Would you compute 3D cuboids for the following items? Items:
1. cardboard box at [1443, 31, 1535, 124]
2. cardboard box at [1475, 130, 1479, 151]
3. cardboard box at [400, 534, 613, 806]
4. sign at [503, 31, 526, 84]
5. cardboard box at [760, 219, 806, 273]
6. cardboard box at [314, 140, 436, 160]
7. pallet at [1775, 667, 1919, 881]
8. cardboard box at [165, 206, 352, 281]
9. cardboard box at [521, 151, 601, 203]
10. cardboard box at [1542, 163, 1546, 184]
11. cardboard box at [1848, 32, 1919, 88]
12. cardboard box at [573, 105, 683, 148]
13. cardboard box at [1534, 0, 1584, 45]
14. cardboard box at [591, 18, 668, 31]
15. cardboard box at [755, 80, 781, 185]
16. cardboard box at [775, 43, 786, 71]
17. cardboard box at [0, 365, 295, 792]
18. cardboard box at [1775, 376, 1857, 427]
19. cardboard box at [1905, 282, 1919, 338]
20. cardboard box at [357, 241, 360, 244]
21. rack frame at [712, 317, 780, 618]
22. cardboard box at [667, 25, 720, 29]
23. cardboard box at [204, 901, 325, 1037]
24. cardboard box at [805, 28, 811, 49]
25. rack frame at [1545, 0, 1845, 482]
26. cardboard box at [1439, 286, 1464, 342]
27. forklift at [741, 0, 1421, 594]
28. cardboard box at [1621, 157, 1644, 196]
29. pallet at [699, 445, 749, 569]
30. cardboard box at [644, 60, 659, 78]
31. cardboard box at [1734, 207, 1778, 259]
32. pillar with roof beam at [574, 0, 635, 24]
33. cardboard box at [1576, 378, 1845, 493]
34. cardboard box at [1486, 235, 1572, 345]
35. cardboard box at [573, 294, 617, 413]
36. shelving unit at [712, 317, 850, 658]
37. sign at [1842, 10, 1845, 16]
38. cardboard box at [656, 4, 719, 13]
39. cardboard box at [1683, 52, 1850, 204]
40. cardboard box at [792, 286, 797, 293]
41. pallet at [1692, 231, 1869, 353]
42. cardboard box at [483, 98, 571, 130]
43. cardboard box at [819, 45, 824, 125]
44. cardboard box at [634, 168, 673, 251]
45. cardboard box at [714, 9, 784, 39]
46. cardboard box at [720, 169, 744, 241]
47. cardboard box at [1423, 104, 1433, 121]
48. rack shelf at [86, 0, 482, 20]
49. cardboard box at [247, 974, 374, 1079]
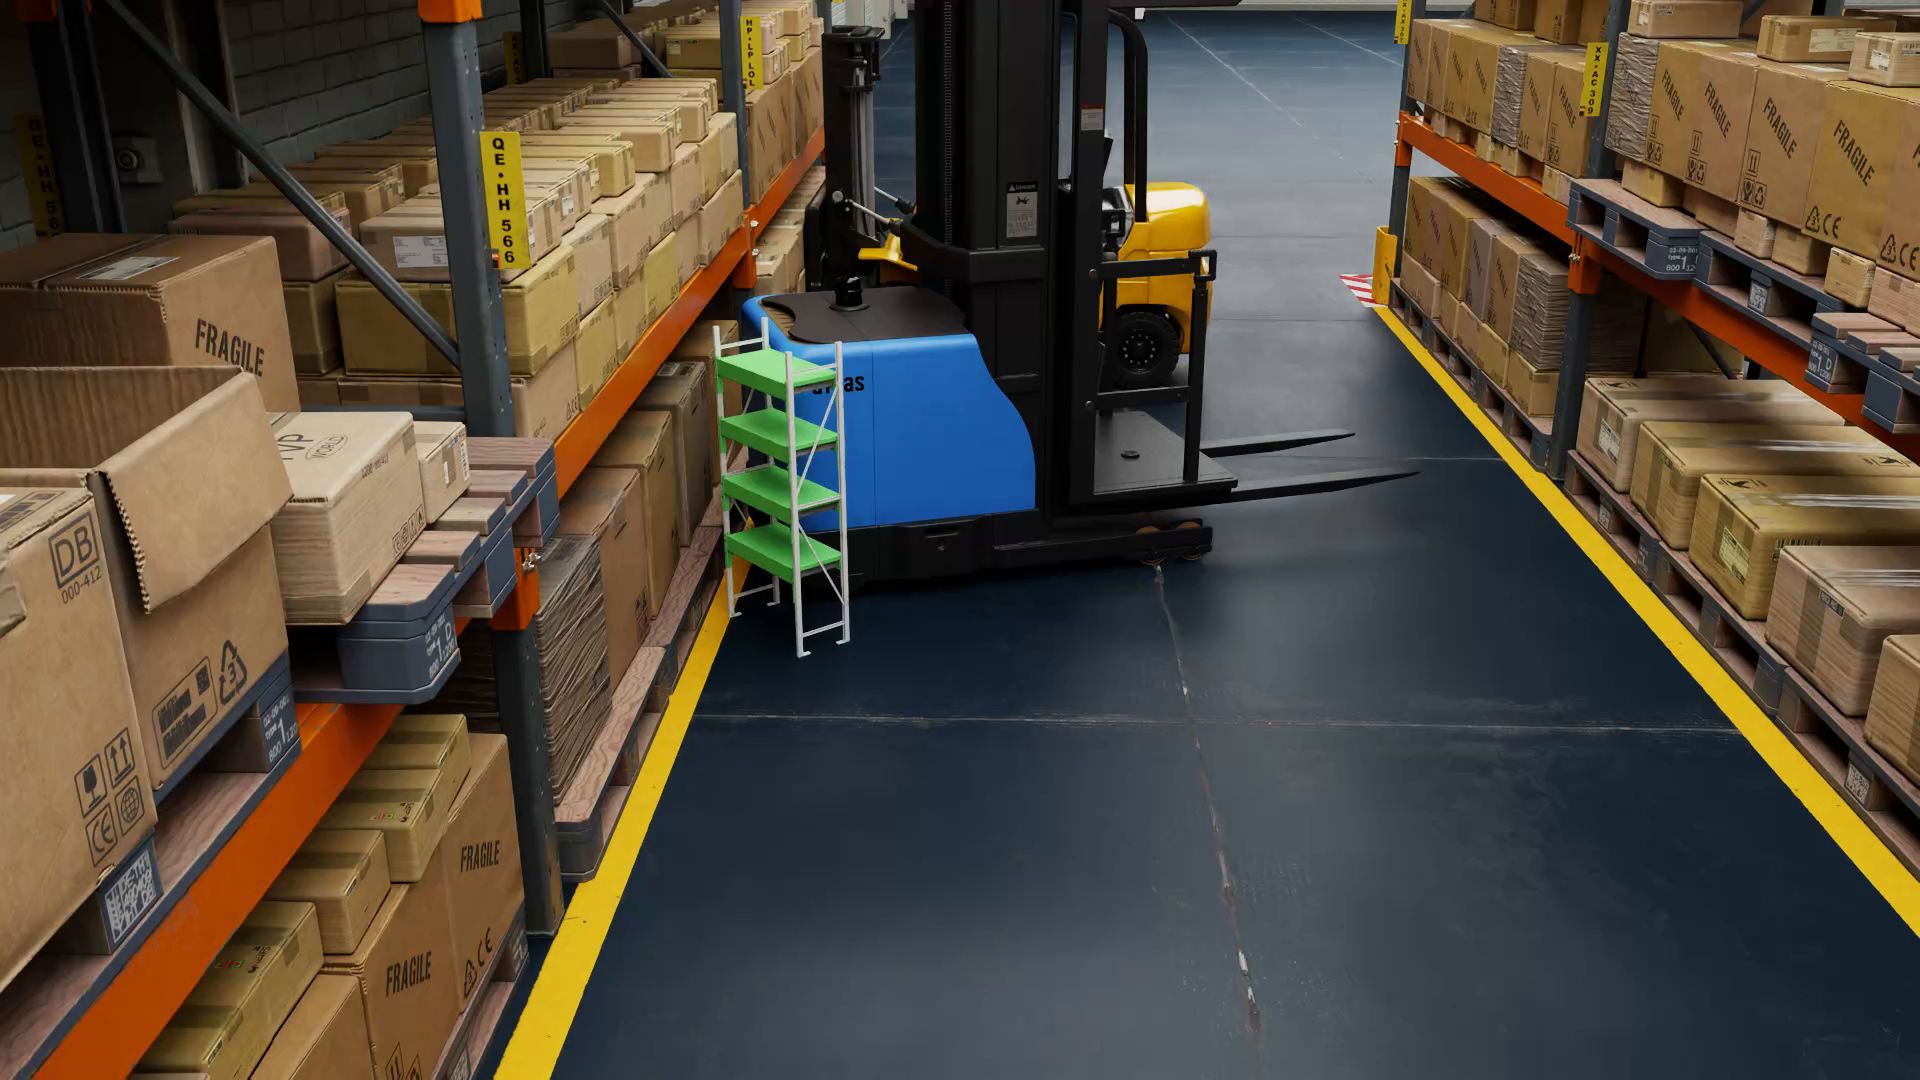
[{"bbox_3d":[3.254,-2.795,10.035,0.500,0.500,0.500,0,21,1],"label":"cardboard box"},{"bbox_3d":[3.259,-2.348,9.782,0.380,0.149,0.250,0,21,0],"label":"cardboard box"},{"bbox_3d":[-1.600,0.376,5.115,0.875,0.625,0.625,1,21,3],"label":"cardboard box"},{"bbox_3d":[-2.066,-2.202,7.751,0.100,0.325,0.005,1,21,2],"label":"sign"},{"bbox_3d":[-1.153,-1.672,9.530,0.500,0.250,0.500,1,21,3],"label":"cardboard box"},{"bbox_3d":[-1.912,-1.242,5.547,0.380,0.149,0.250,0,21,1],"label":"cardboard box"},{"bbox_3d":[3.354,0.761,5.276,1.003,0.211,1.213,1,21,2],"label":"pallet"},{"bbox_3d":[-1.825,-0.779,4.354,0.380,0.149,0.250,1,21,3],"label":"cardboard box"},{"bbox_3d":[-1.367,-1.146,5.302,0.380,0.149,0.250,1,21,2],"label":"cardboard box"},{"bbox_3d":[3.242,-1.889,8.598,0.380,0.149,0.250,1,21,2],"label":"cardboard box"},{"bbox_3d":[3.097,-1.535,5.310,0.380,0.149,0.250,0,21,-1],"label":"cardboard box"},{"bbox_3d":[-1.295,-1.607,6.489,0.380,0.149,0.250,0,21,0],"label":"cardboard box"},{"bbox_3d":[3.685,-3.066,9.353,0.700,0.500,0.500,1,21,1],"label":"cardboard box"},{"bbox_3d":[-1.787,-2.733,8.980,0.380,0.149,0.250,0,21,1],"label":"cardboard box"},{"bbox_3d":[-1.237,-2.149,8.782,0.500,0.500,0.500,1,21,3],"label":"cardboard box"},{"bbox_3d":[-1.171,-2.680,9.254,0.380,0.149,0.250,0,21,0],"label":"cardboard box"},{"bbox_3d":[-1.498,0.039,2.559,0.797,0.503,0.637,0,21,0],"label":"cardboard box"},{"bbox_3d":[4.843,-0.911,9.182,0.500,0.500,0.500,18,27,38],"label":"cardboard box"},{"bbox_3d":[3.002,-0.646,4.813,0.380,0.149,0.250,0,21,1],"label":"cardboard box"},{"bbox_3d":[-1.883,-0.823,5.020,0.500,0.250,0.500,1,21,2],"label":"cardboard box"},{"bbox_3d":[-0.840,-0.274,6.576,0.240,1.200,0.015,-17,27,-36],"label":"rack frame"},{"bbox_3d":[-1.288,-2.543,8.491,0.380,0.149,0.250,0,21,1],"label":"cardboard box"},{"bbox_3d":[-1.477,0.828,3.228,0.380,0.149,0.250,1,21,3],"label":"cardboard box"},{"bbox_3d":[-1.167,-3.237,10.690,0.380,0.149,0.250,1,21,3],"label":"cardboard box"},{"bbox_3d":[3.450,-1.703,7.771,1.000,3.000,0.127,1,21,2],"label":"rack frame"},{"bbox_3d":[3.244,-1.392,10.191,0.500,0.250,0.500,2,21,5],"label":"cardboard box"},{"bbox_3d":[0.600,-1.433,7.169,3.031,2.935,1.130,-6,22,-16],"label":"forklift"},{"bbox_3d":[3.118,-1.585,7.234,0.380,0.149,0.250,1,21,2],"label":"cardboard box"},{"bbox_3d":[-1.494,-0.189,7.725,1.003,0.211,1.213,1,21,2],"label":"pallet"},{"bbox_3d":[-1.769,-2.411,8.560,0.380,0.149,0.250,1,21,3],"label":"cardboard box"},{"bbox_3d":[3.050,-1.114,6.020,0.380,0.149,0.250,1,21,4],"label":"cardboard box"},{"bbox_3d":[1.992,-5.710,9.805,9.100,9.000,0.400,1,21,2],"label":"pillar with roof beam"},{"bbox_3d":[3.437,-0.484,7.681,0.950,0.372,0.625,1,21,2],"label":"cardboard box"},{"bbox_3d":[3.214,-1.367,9.089,0.500,0.500,0.500,1,21,3],"label":"cardboard box"},{"bbox_3d":[-1.355,-0.579,5.083,0.500,0.250,0.500,0,21,0],"label":"cardboard box"},{"bbox_3d":[-0.685,-0.206,6.401,0.258,1.200,0.503,-17,27,-36],"label":"shelving unit"},{"bbox_3d":[4.005,-2.238,7.549,0.100,0.325,0.005,1,21,2],"label":"sign"},{"bbox_3d":[-1.654,-3.196,10.173,0.380,0.149,0.250,1,21,3],"label":"cardboard box"},{"bbox_3d":[3.106,-1.558,6.267,0.500,0.500,0.500,1,21,1],"label":"cardboard box"},{"bbox_3d":[-1.174,-1.257,9.150,0.500,0.250,0.500,1,21,1],"label":"cardboard box"},{"bbox_3d":[3.348,-0.883,5.924,1.003,0.211,1.213,1,21,2],"label":"pallet"},{"bbox_3d":[-1.792,-1.701,6.731,0.380,0.149,0.250,0,21,1],"label":"cardboard box"},{"bbox_3d":[-1.142,-3.068,11.151,0.500,0.500,0.500,0,21,0],"label":"cardboard box"},{"bbox_3d":[-1.334,-1.186,5.954,0.500,0.250,0.500,1,21,2],"label":"cardboard box"},{"bbox_3d":[-1.230,-3.003,9.677,0.380,0.149,0.250,1,21,2],"label":"cardboard box"},{"bbox_3d":[-1.265,-1.501,7.458,0.500,0.250,0.500,1,21,3],"label":"cardboard box"},{"bbox_3d":[3.355,-2.911,11.233,0.380,0.149,0.250,1,21,2],"label":"cardboard box"},{"bbox_3d":[-1.572,-2.096,5.632,1.077,0.370,4.000,1,21,2],"label":"rack shelf"},{"bbox_3d":[-1.470,1.185,3.203,0.500,0.500,0.500,2,21,4],"label":"cardboard box"}]
